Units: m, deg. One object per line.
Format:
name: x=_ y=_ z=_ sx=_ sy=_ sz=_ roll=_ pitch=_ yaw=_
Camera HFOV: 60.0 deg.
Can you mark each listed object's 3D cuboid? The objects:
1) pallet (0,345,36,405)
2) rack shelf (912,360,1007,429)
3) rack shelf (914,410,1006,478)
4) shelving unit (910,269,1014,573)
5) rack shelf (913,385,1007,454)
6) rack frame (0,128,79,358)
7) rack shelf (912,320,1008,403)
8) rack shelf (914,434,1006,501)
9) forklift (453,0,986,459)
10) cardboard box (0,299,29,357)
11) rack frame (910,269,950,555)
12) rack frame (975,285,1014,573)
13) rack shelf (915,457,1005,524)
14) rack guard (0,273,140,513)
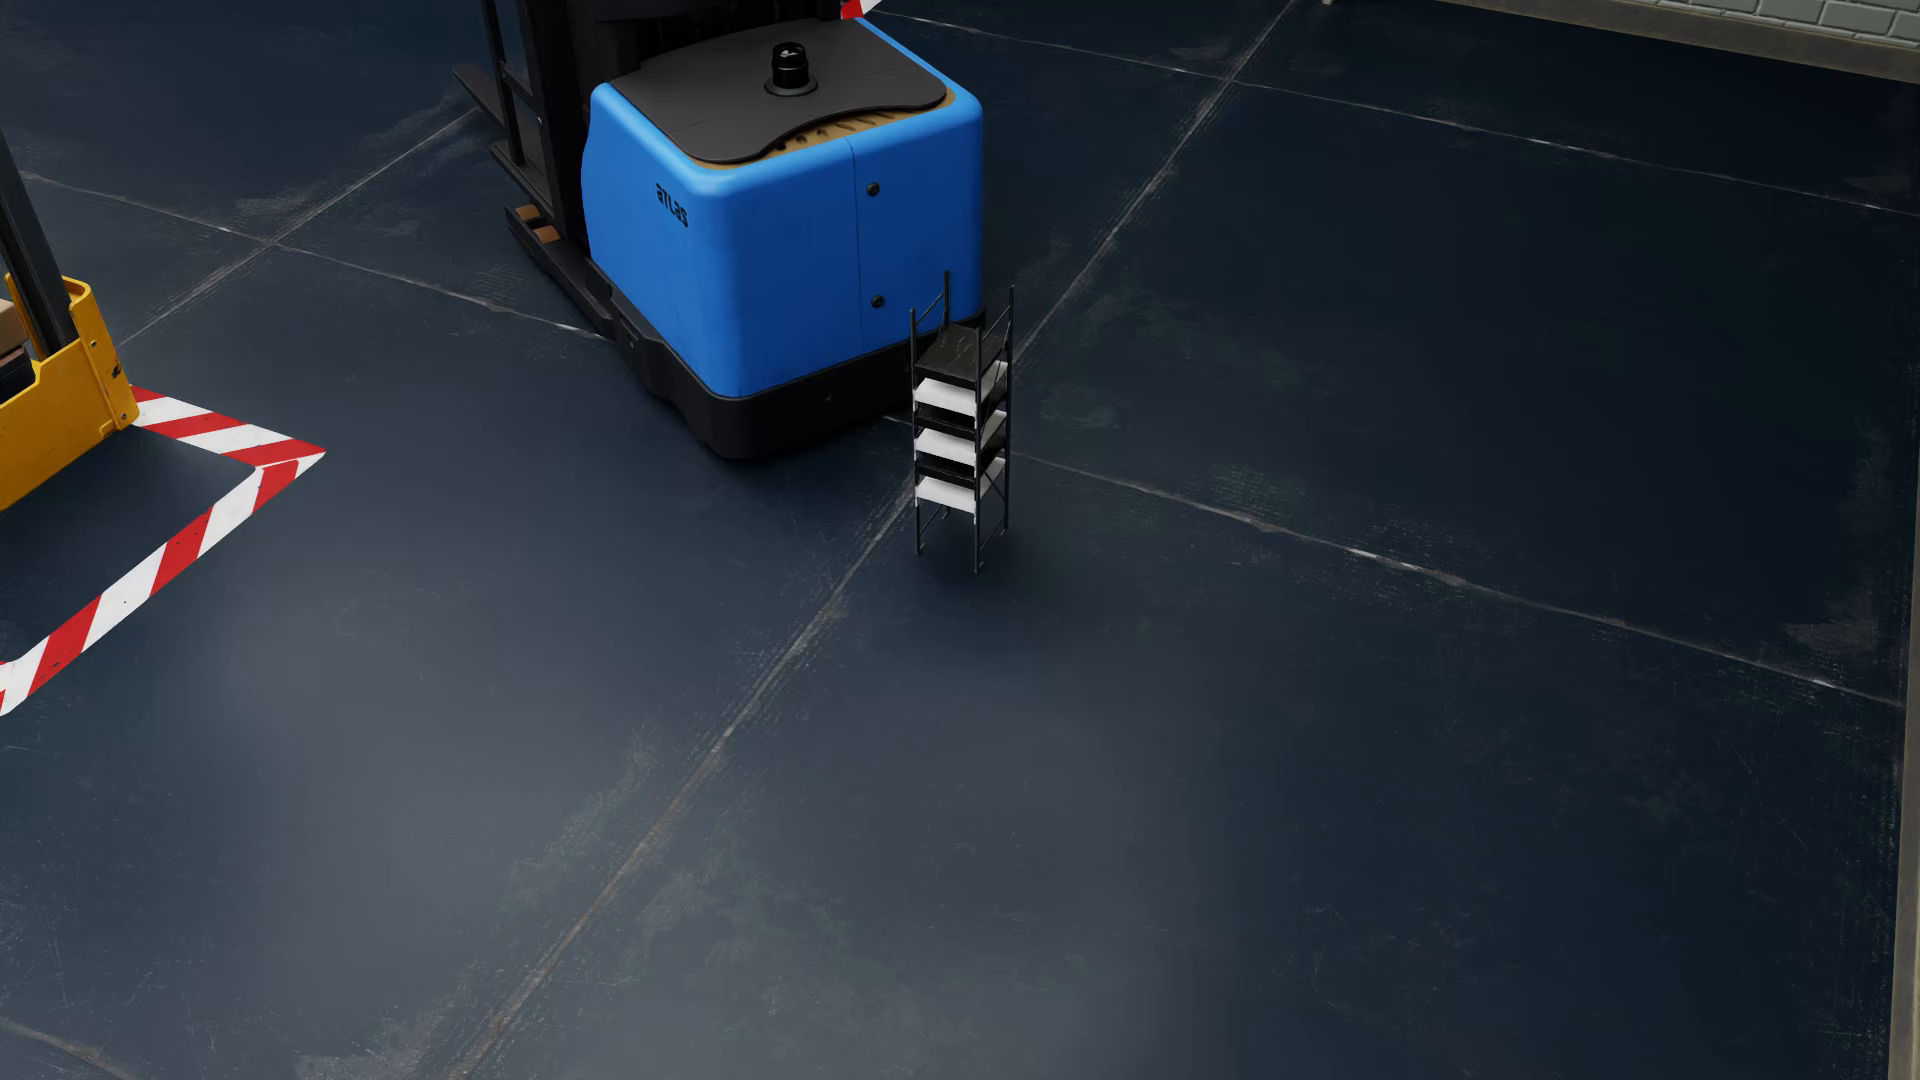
pallet: x=-3.940 y=-0.448 z=5.606 sx=1.213 sy=0.211 sz=1.003 roll=17 pitch=44 yaw=19
rack shelf: x=0.007 y=-0.449 z=4.857 sx=0.200 sy=0.077 sz=0.258 roll=17 pitch=44 yaw=19
rack shelf: x=0.007 y=-0.313 z=4.974 sx=0.200 sy=0.077 sz=0.258 roll=17 pitch=44 yaw=19
shelving unit: x=0.007 y=-0.338 z=4.953 sx=0.210 sy=0.900 sz=0.258 roll=17 pitch=44 yaw=19
rack shelf: x=0.007 y=-0.381 z=4.916 sx=0.200 sy=0.077 sz=0.258 roll=17 pitch=44 yaw=19
rack frame: x=-3.148 y=-1.261 z=4.414 sx=0.127 sy=3.000 sz=1.000 roll=17 pitch=44 yaw=19
rack shelf: x=0.007 y=-0.517 z=4.798 sx=0.200 sy=0.077 sz=0.258 roll=17 pitch=44 yaw=19
rack shelf: x=0.007 y=-0.245 z=5.033 sx=0.200 sy=0.077 sz=0.258 roll=17 pitch=44 yaw=19
forklift: x=-1.131 y=-2.310 z=5.677 sx=1.130 sy=2.935 sz=3.031 roll=-23 pitch=46 yaw=-24
cardboard box: x=-3.383 y=-0.670 z=5.573 sx=0.250 sy=0.149 sz=0.380 roll=17 pitch=44 yaw=19
rack frame: x=-0.085 y=-0.366 z=4.985 sx=0.006 sy=0.900 sz=0.240 roll=17 pitch=44 yaw=19
rack frame: x=0.099 y=-0.310 z=4.920 sx=0.006 sy=0.900 sz=0.240 roll=17 pitch=44 yaw=19
rack shelf: x=0.007 y=-0.177 z=5.092 sx=0.200 sy=0.077 sz=0.258 roll=17 pitch=44 yaw=19
rack guard: x=-3.217 y=-0.337 z=5.257 sx=0.348 sy=0.500 sz=1.175 roll=17 pitch=44 yaw=19
